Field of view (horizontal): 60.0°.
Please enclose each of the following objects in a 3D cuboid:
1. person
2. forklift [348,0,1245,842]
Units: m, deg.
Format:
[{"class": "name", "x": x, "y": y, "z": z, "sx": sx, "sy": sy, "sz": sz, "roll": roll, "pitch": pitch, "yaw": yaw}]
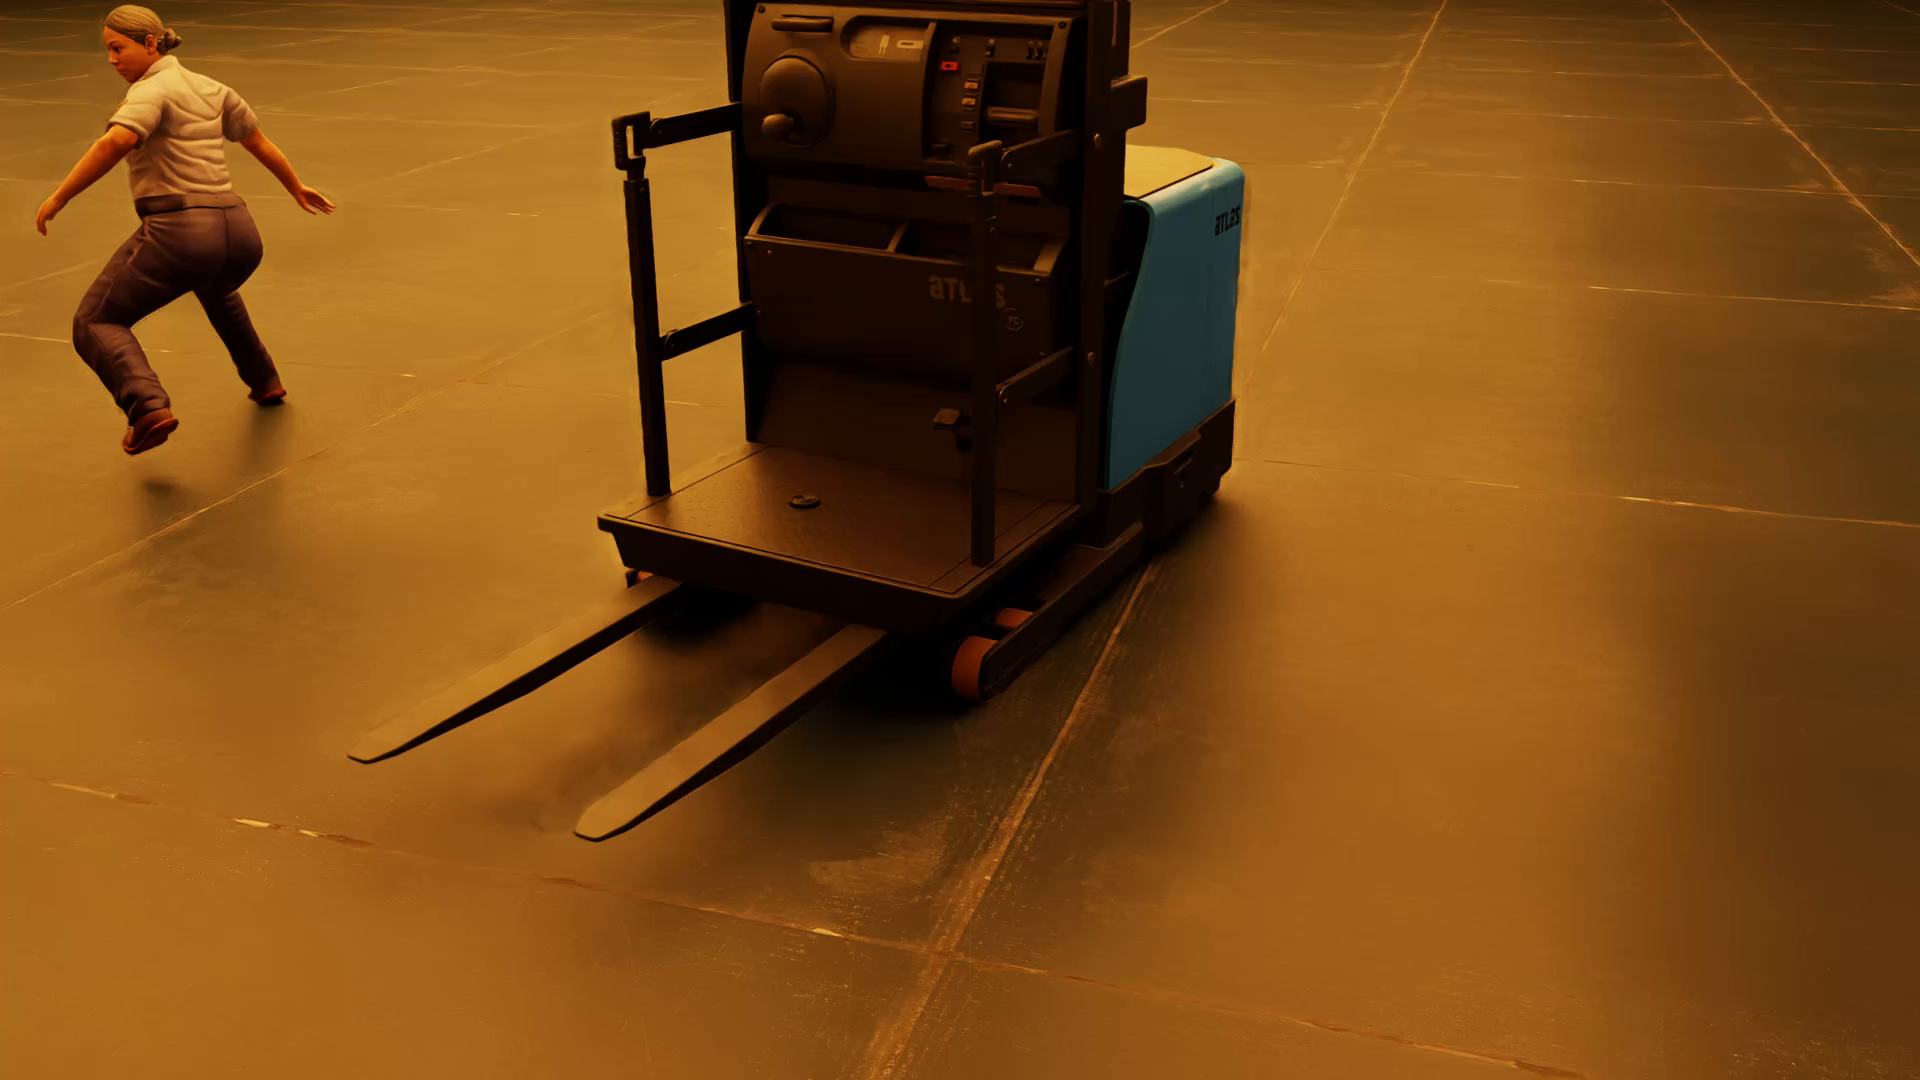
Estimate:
[{"class": "person", "x": -2.698, "y": -1.072, "z": 5.860, "sx": 0.509, "sy": 1.555, "sz": 1.124, "roll": 7, "pitch": 23, "yaw": 16}, {"class": "forklift", "x": -0.252, "y": -1.146, "z": 4.055, "sx": 1.130, "sy": 2.935, "sz": 3.031, "roll": 12, "pitch": 25, "yaw": 26}]
